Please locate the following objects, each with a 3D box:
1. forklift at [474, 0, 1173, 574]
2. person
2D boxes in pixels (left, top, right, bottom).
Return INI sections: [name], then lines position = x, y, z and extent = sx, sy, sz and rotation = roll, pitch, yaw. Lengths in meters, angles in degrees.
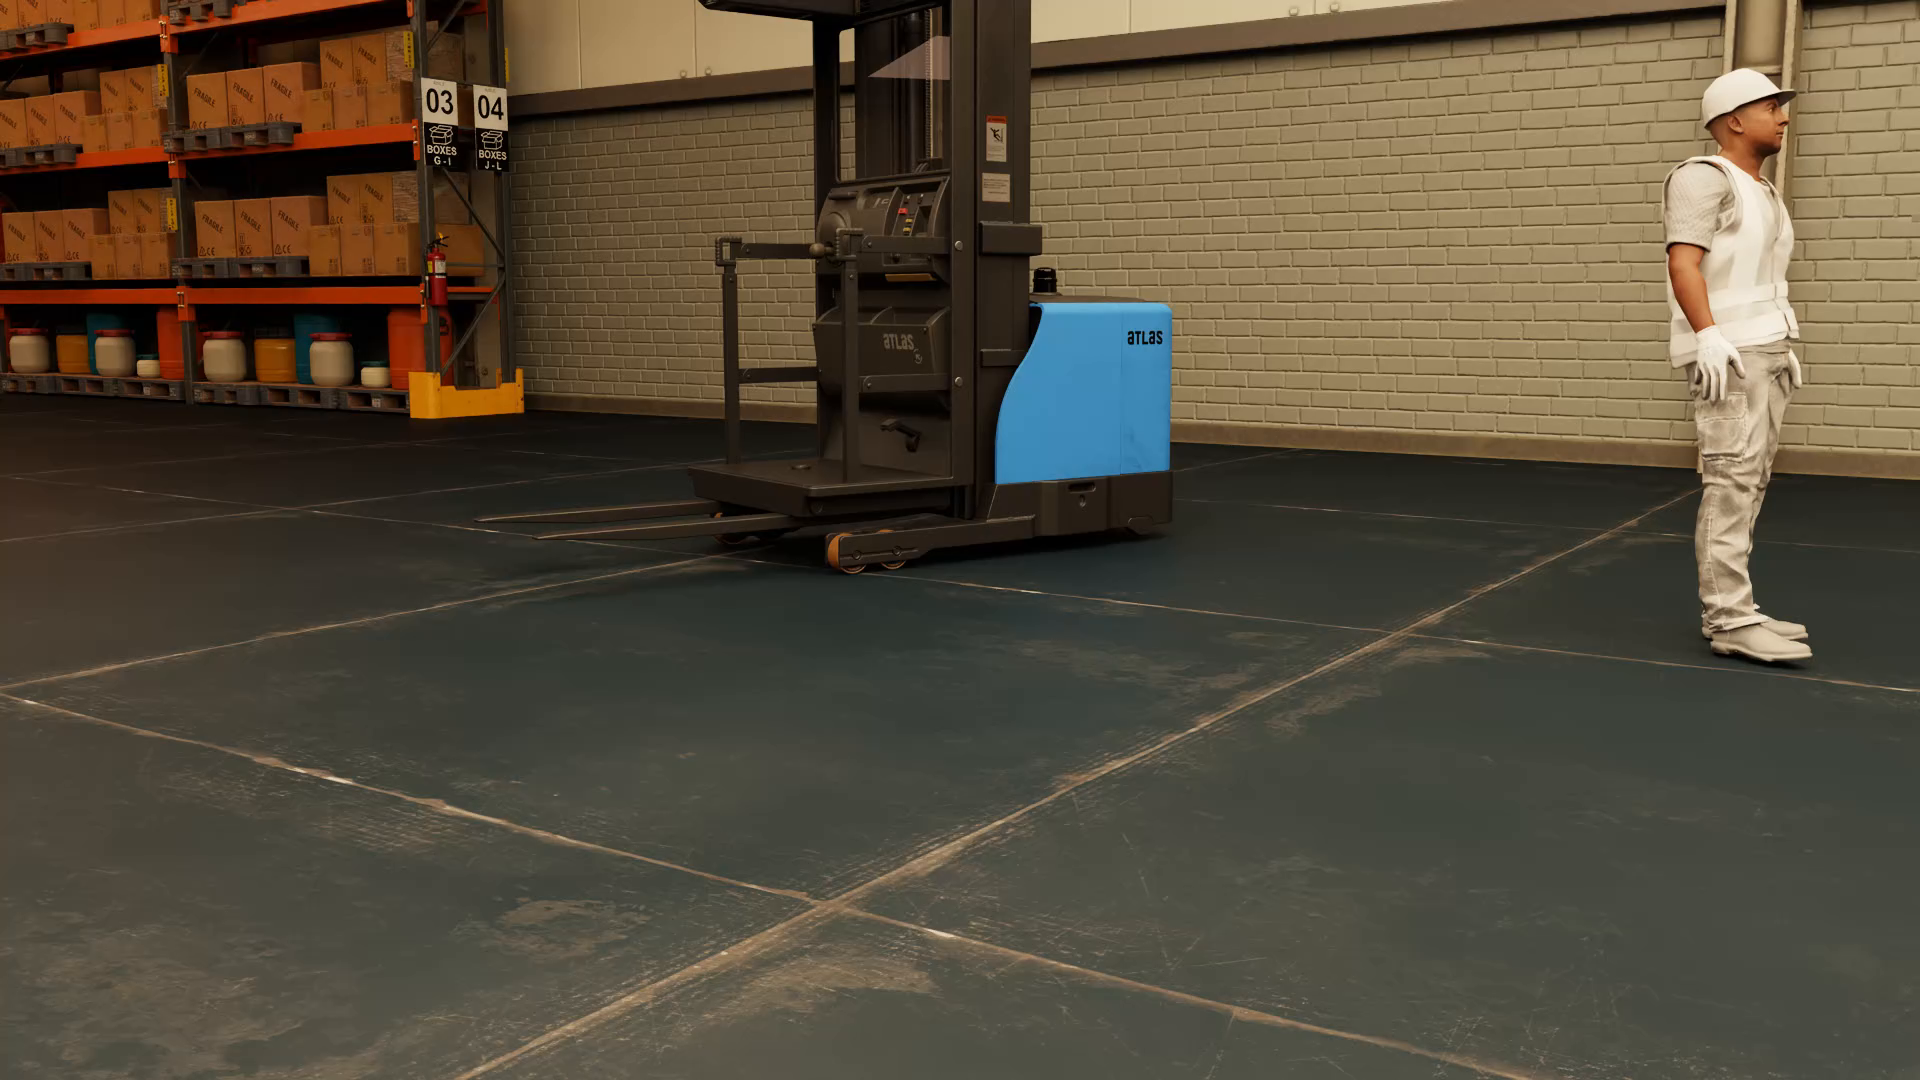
[forklift]
position = -0.510, -1.399, 7.032
extent = 3.031, 2.935, 1.130
rotation = -6, 10, -35
[person]
position = 2.487, -0.561, 5.162
extent = 0.575, 1.785, 0.657
rotation = 8, 11, 44
